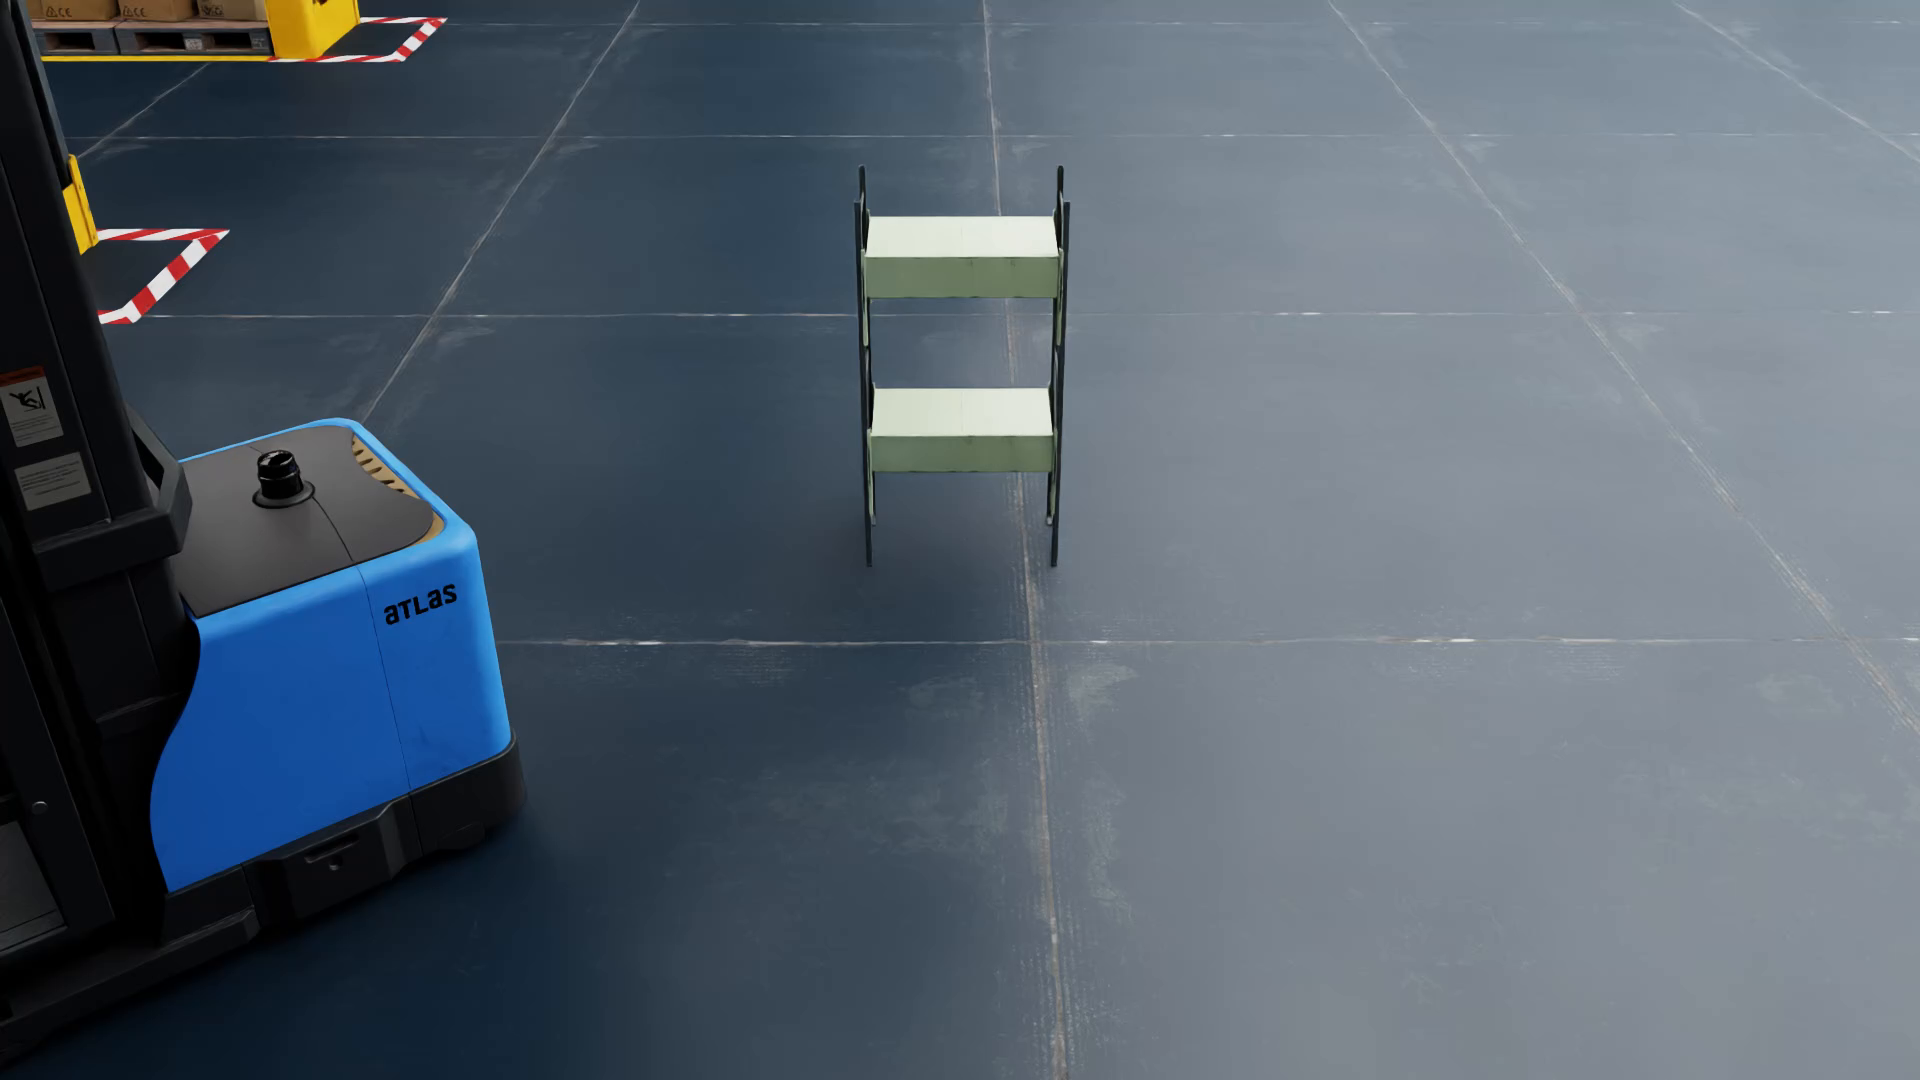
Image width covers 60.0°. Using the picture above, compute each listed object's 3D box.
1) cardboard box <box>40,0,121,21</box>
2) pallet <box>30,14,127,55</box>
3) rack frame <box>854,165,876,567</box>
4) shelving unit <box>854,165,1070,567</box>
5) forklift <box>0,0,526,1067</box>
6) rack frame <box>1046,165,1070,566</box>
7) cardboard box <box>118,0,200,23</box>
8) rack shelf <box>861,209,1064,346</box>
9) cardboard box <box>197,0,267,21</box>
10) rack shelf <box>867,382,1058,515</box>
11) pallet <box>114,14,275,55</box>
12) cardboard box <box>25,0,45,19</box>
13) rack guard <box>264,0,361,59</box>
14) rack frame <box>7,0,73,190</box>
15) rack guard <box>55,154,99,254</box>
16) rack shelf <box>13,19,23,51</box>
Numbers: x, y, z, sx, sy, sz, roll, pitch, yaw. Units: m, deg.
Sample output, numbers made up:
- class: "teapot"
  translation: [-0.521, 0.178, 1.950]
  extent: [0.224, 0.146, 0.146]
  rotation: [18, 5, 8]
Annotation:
- class: "cardboard box"
  translation: [-6.933, -4.425, 13.156]
  extent: [0.500, 0.500, 0.500]
  rotation: [3, 31, 4]
- class: "pallet"
  translation: [-7.191, -4.140, 13.370]
  extent: [1.213, 0.211, 1.003]
  rotation: [0, 31, 0]
- class: "rack frame"
  translation: [-0.359, -0.640, 6.359]
  extent: [0.023, 1.500, 0.400]
  rotation: [0, 31, 0]
- class: "shelving unit"
  translation: [0.007, -0.641, 6.361]
  extent: [0.755, 1.500, 0.431]
  rotation: [0, 31, 0]
- class: "forklift"
  translation: [-2.839, -0.080, 4.056]
  extent: [3.031, 2.935, 1.130]
  rotation: [-22, 38, -32]
- class: "rack frame"
  translation: [0.373, -0.642, 6.363]
  extent: [0.023, 1.500, 0.400]
  rotation: [0, 31, 0]
- class: "cardboard box"
  translation: [-6.307, -4.417, 13.143]
  extent: [0.500, 0.500, 0.500]
  rotation: [8, 32, 13]
- class: "rack shelf"
  translation: [0.007, -0.975, 6.159]
  extent: [0.720, 0.370, 0.431]
  rotation: [0, 31, 0]
- class: "cardboard box"
  translation: [-5.710, -4.437, 13.176]
  extent: [0.500, 0.500, 0.500]
  rotation: [5, 32, 9]
- class: "rack shelf"
  translation: [0.007, -0.363, 6.530]
  extent: [0.720, 0.370, 0.431]
  rotation: [0, 31, 0]
- class: "pallet"
  translation: [-5.974, -4.143, 13.374]
  extent: [1.213, 0.211, 1.003]
  rotation: [0, 31, 0]
- class: "cardboard box"
  translation: [-7.492, -4.446, 13.192]
  extent: [0.500, 0.500, 0.500]
  rotation: [-3, 31, -5]
- class: "rack guard"
  translation: [-5.161, -4.250, 13.273]
  extent: [0.348, 0.500, 1.175]
  rotation: [0, 31, 0]
- class: "rack frame"
  translation: [-5.055, -2.750, 8.391]
  extent: [0.127, 3.000, 1.000]
  rotation: [0, 31, 0]
- class: "rack guard"
  translation: [-5.131, -1.657, 8.999]
  extent: [0.348, 0.500, 1.175]
  rotation: [0, 31, 0]
- class: "rack shelf"
  translation: [-7.055, -2.436, 8.567]
  extent: [4.000, 0.370, 1.077]
  rotation: [0, 31, 0]
